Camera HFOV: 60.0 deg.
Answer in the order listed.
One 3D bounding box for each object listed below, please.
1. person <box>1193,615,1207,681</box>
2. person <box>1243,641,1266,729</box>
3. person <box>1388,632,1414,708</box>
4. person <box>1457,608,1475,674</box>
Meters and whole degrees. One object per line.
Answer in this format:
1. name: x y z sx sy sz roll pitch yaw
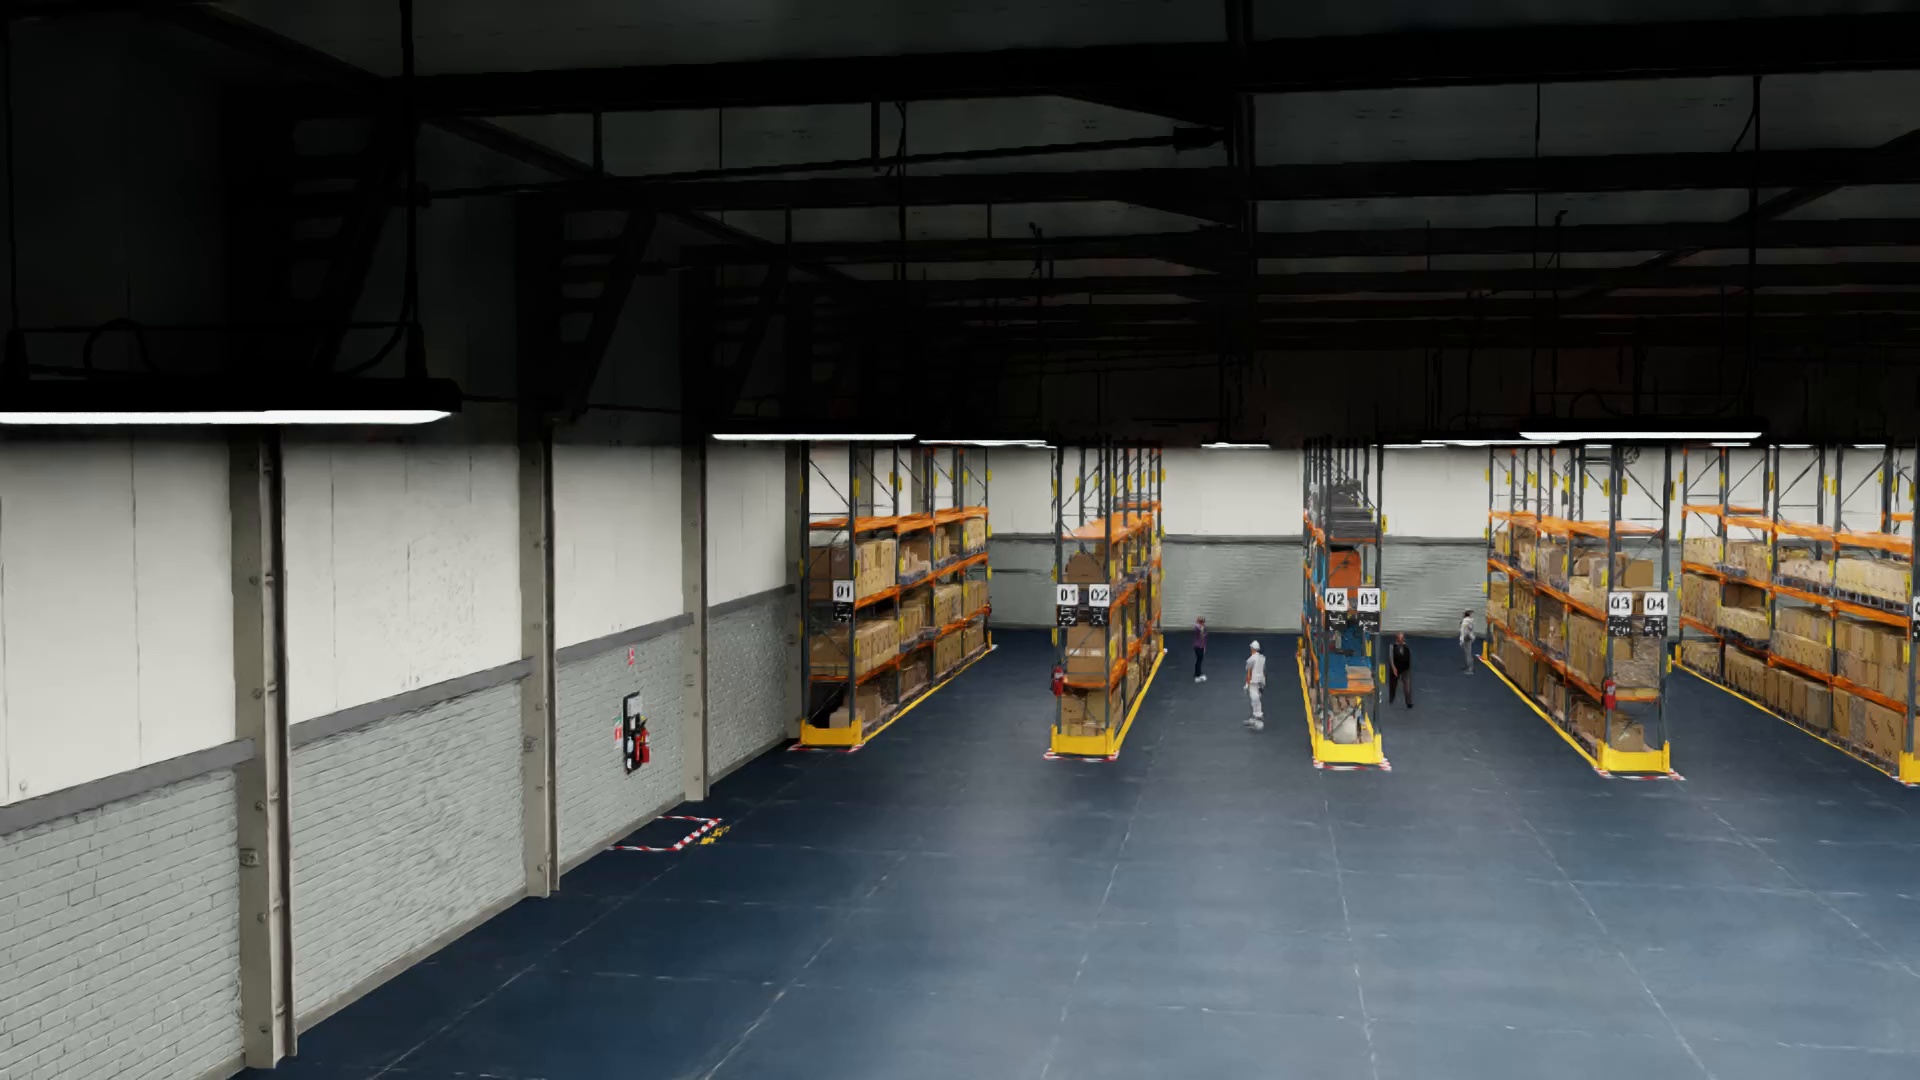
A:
1. person: 5.994 2.675 41.320 0.419 1.603 0.502 -1 3 -11
2. person: 6.050 2.964 34.230 0.569 1.786 0.653 2 4 39
3. person: 9.808 2.876 37.099 0.537 1.665 1.028 0 3 1
4. person: 12.970 2.574 42.606 0.526 1.661 0.567 3 4 40
